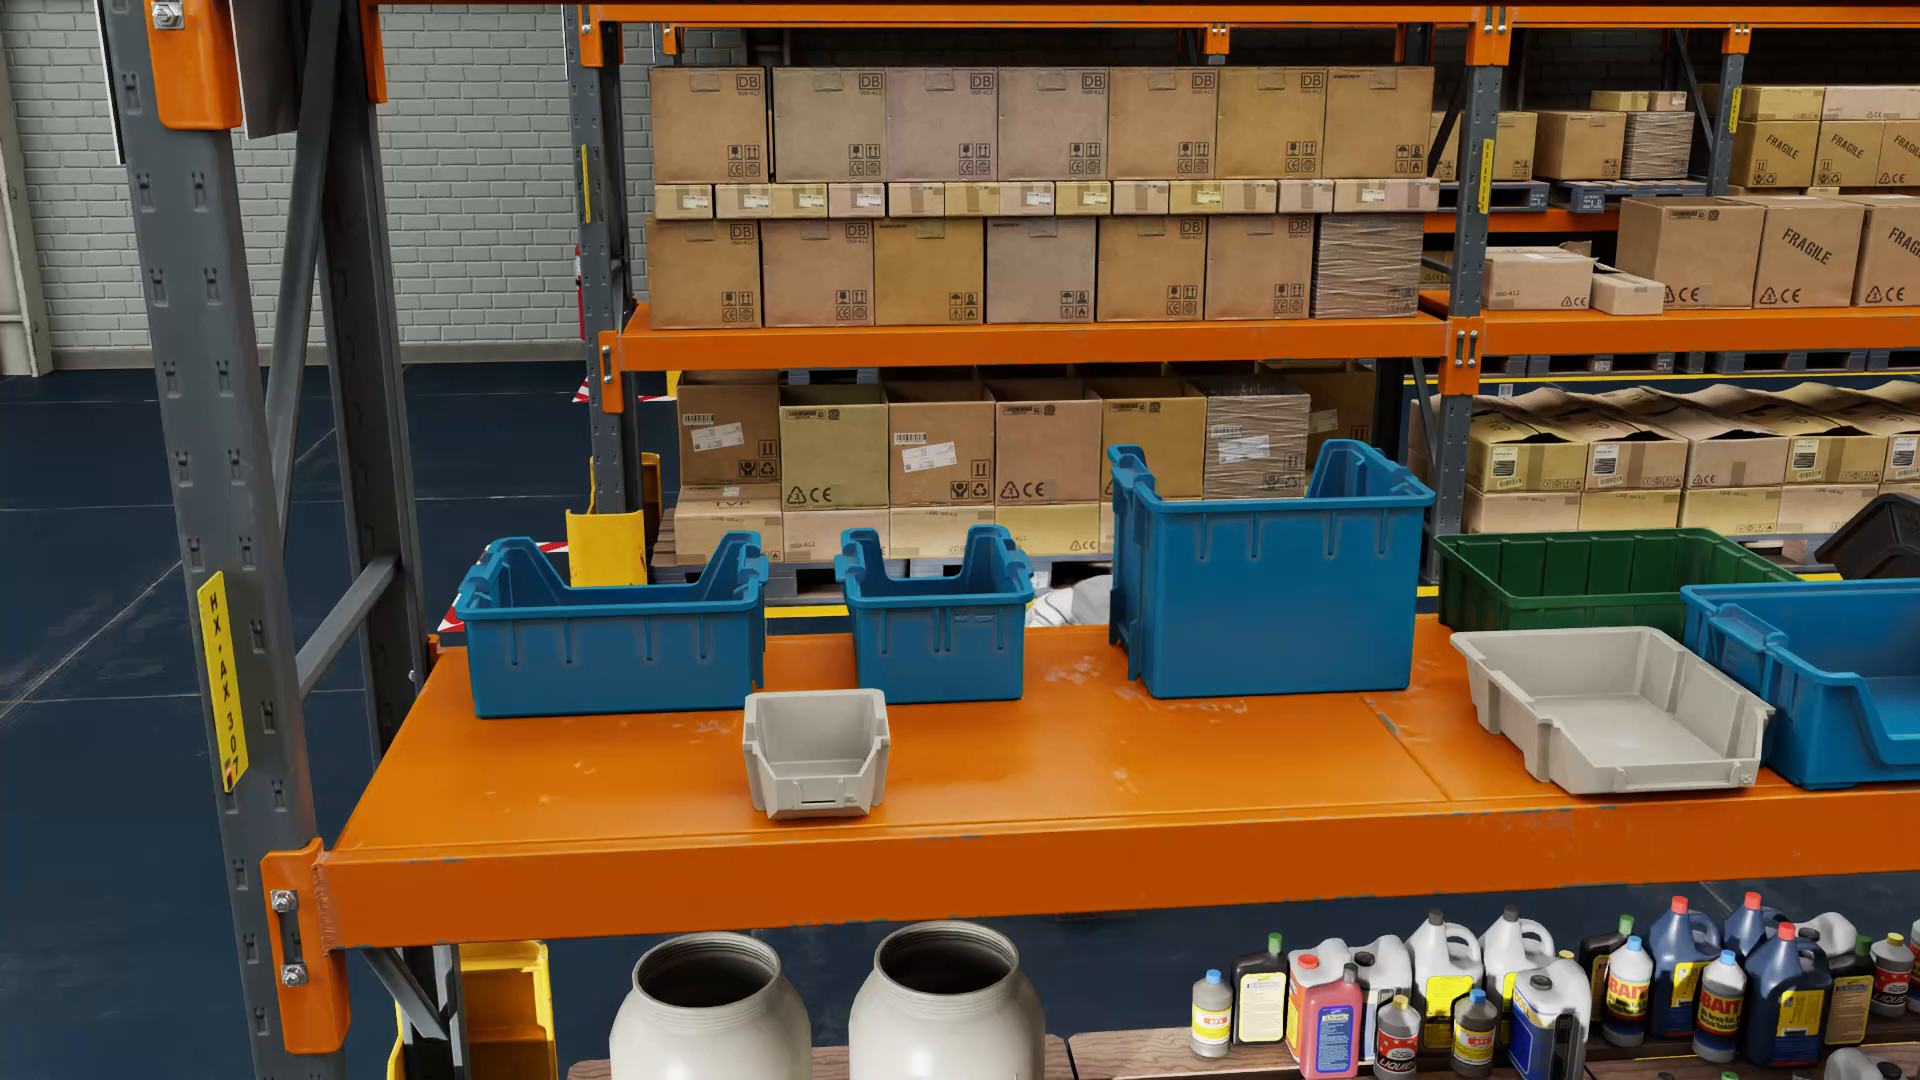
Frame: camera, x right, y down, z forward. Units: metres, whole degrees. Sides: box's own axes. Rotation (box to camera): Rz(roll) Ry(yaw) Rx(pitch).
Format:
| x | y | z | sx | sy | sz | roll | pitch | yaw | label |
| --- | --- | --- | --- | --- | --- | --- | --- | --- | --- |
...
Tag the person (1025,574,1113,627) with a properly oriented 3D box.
| x | y | z | sx | sy | sz | roll | pitch | yaw | label |
| --- | --- | --- | --- | --- | --- | --- | --- | --- | --- |
| 0.387 | 0.533 | 5.404 | 0.487 | 1.019 | 0.833 | -2 | 17 | -6 | person |
